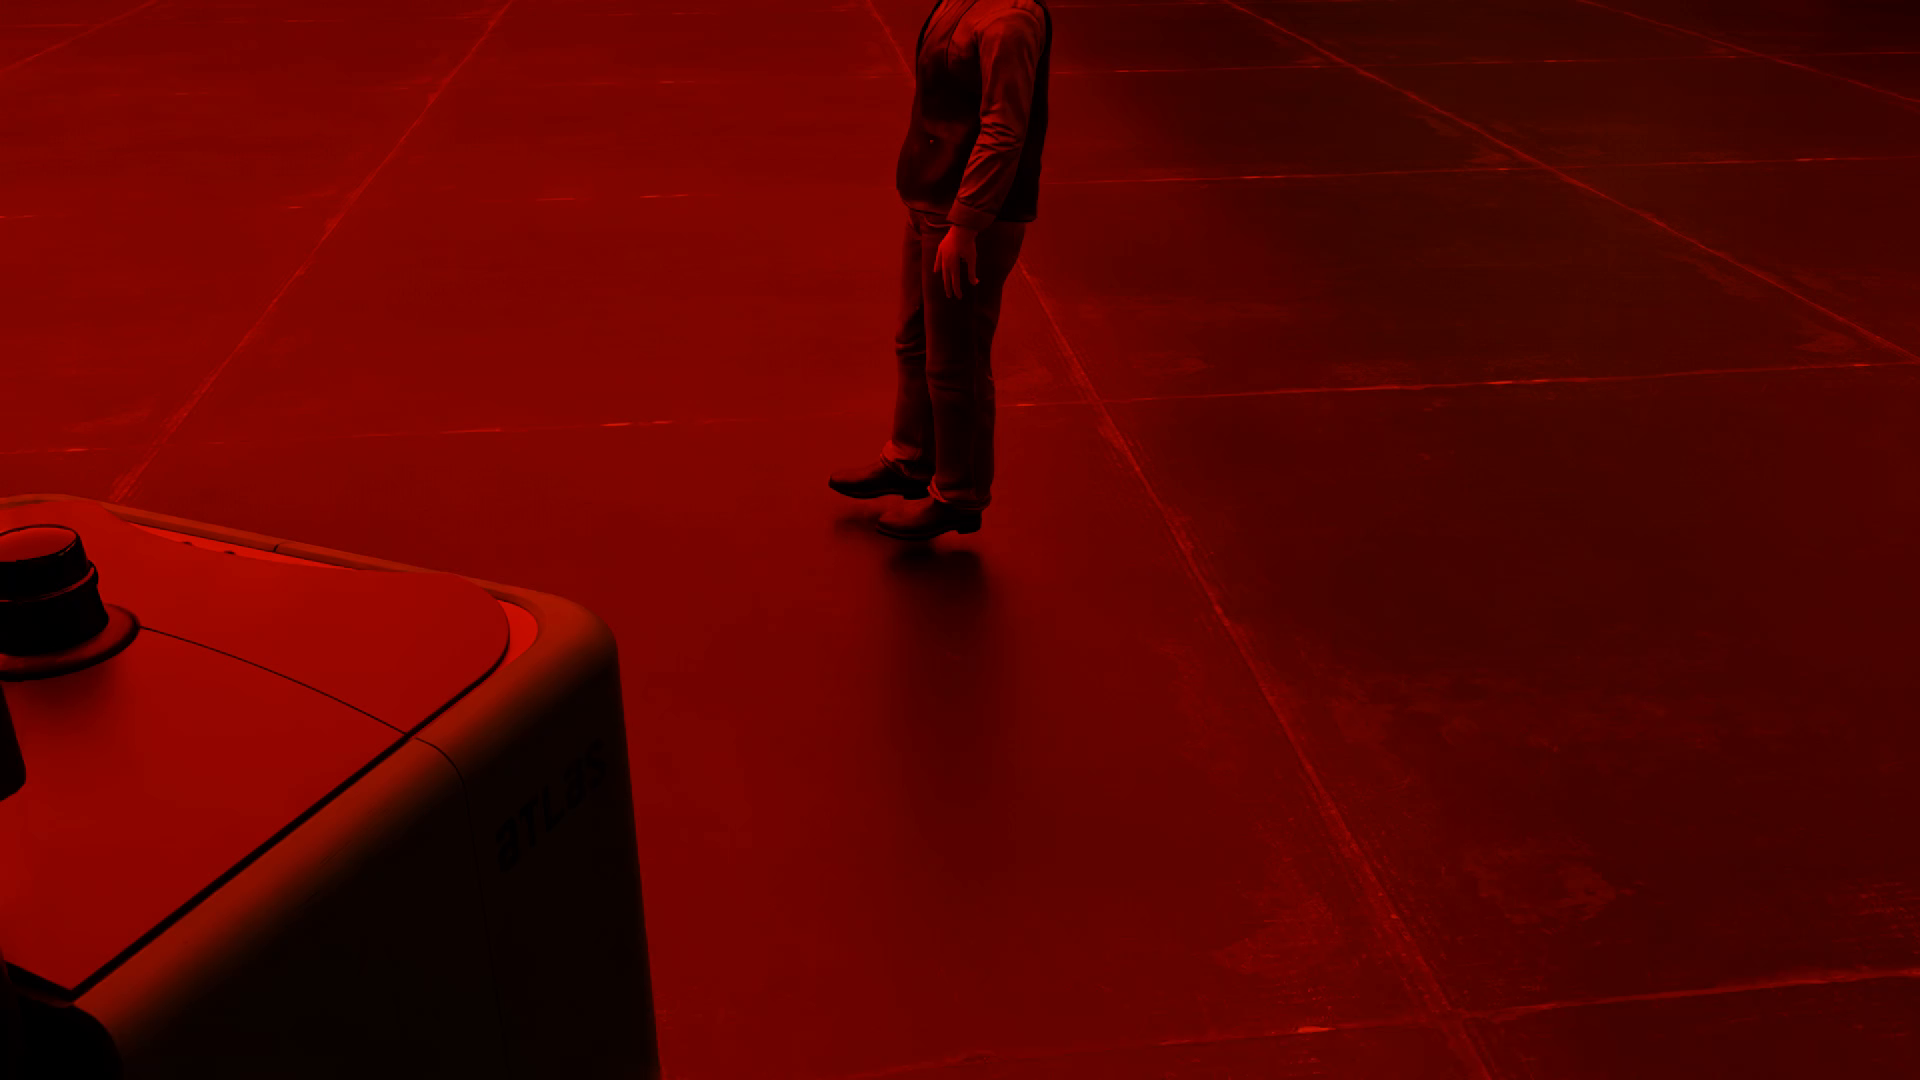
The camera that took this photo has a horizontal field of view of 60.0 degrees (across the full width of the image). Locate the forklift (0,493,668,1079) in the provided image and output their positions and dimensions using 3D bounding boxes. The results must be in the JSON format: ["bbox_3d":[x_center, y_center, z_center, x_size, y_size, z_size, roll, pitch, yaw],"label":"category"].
[{"bbox_3d":[-1.413,0.237,0.738,1.130,2.935,3.031,10,27,20],"label":"forklift"}]

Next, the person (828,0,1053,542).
[{"bbox_3d":[-0.063,-0.818,4.211,0.565,1.722,0.633,-3,26,-7],"label":"person"}]
